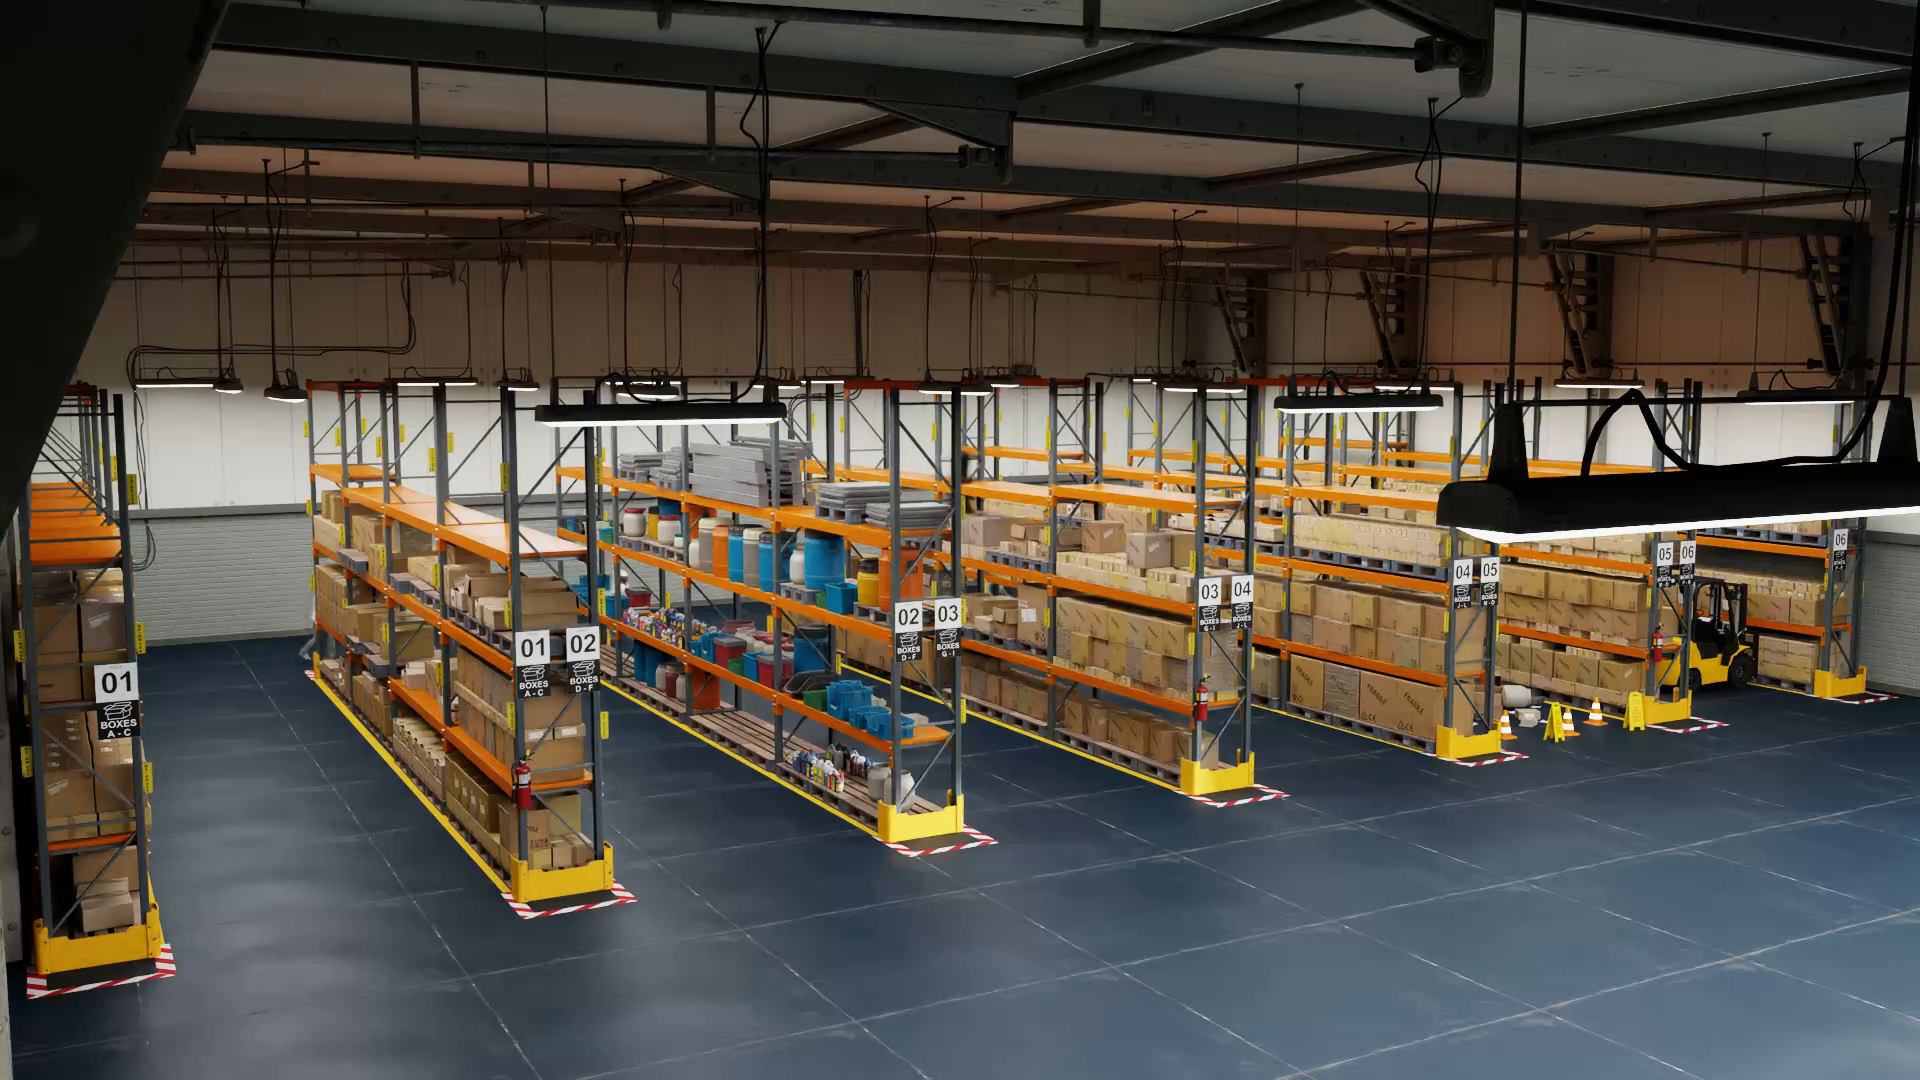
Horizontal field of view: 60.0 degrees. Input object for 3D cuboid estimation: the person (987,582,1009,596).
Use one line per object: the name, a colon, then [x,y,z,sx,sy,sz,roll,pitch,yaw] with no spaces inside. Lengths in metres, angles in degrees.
person: [0.885,0.851,43.137,0.671,1.759,0.933,6,8,44]

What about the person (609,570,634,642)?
person: [-7.646,1.513,37.489,0.827,1.721,0.776,0,6,2]

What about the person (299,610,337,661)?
person: [-13.524,1.738,35.180,0.938,1.833,0.620,0,6,0]
